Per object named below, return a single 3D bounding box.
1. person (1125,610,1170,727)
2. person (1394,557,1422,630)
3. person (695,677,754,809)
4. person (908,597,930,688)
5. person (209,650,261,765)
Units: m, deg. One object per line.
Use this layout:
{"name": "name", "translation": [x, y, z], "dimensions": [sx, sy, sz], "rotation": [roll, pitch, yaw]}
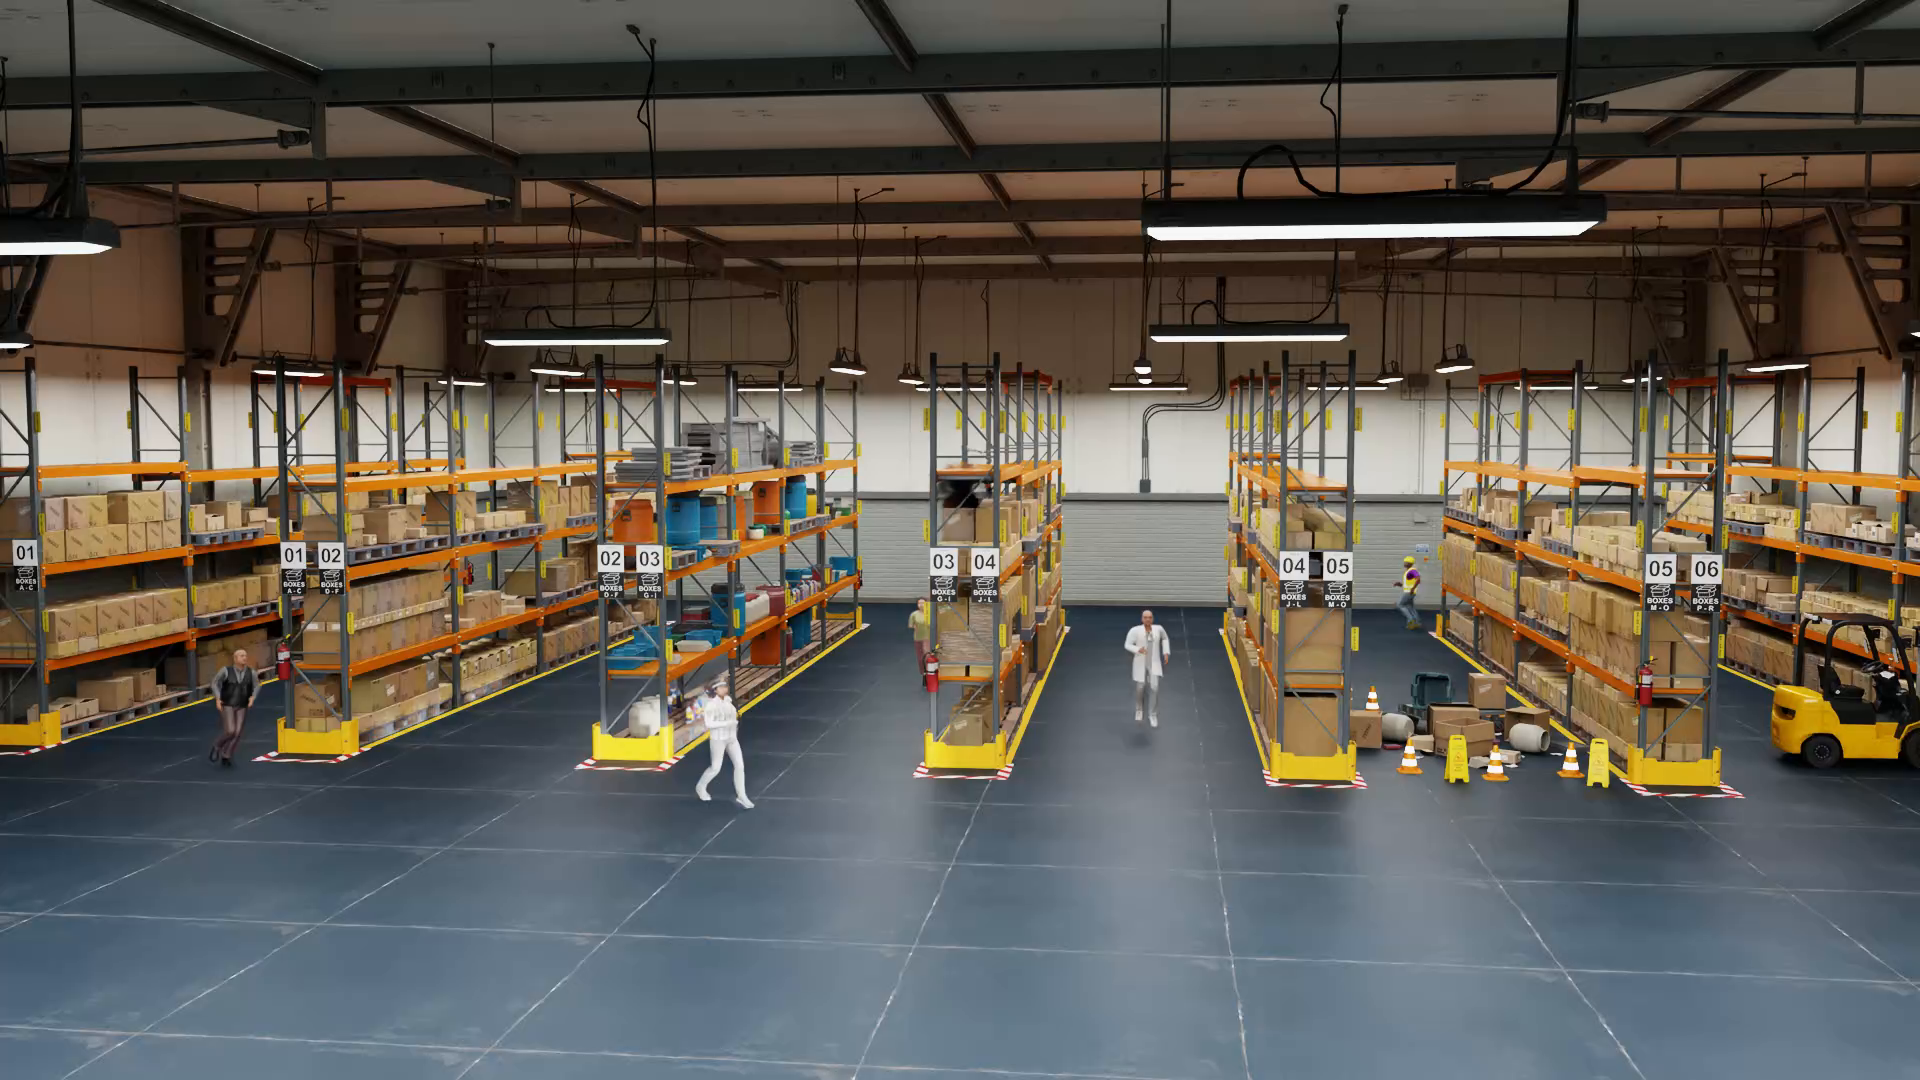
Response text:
{"name": "person", "translation": [2.988, 2.062, 26.526], "dimensions": [0.738, 1.718, 0.885], "rotation": [0, 4, 0]}
{"name": "person", "translation": [10.838, 1.293, 40.241], "dimensions": [0.680, 1.783, 0.727], "rotation": [1, 4, 16]}
{"name": "person", "translation": [-3.065, 2.616, 21.697], "dimensions": [0.939, 1.692, 0.623], "rotation": [4, 5, 43]}
{"name": "person", "translation": [-0.709, 1.937, 31.641], "dimensions": [0.559, 1.725, 0.738], "rotation": [1, 4, 8]}
{"name": "person", "translation": [-10.591, 2.450, 24.348], "dimensions": [0.713, 1.670, 0.543], "rotation": [-4, 5, -42]}
